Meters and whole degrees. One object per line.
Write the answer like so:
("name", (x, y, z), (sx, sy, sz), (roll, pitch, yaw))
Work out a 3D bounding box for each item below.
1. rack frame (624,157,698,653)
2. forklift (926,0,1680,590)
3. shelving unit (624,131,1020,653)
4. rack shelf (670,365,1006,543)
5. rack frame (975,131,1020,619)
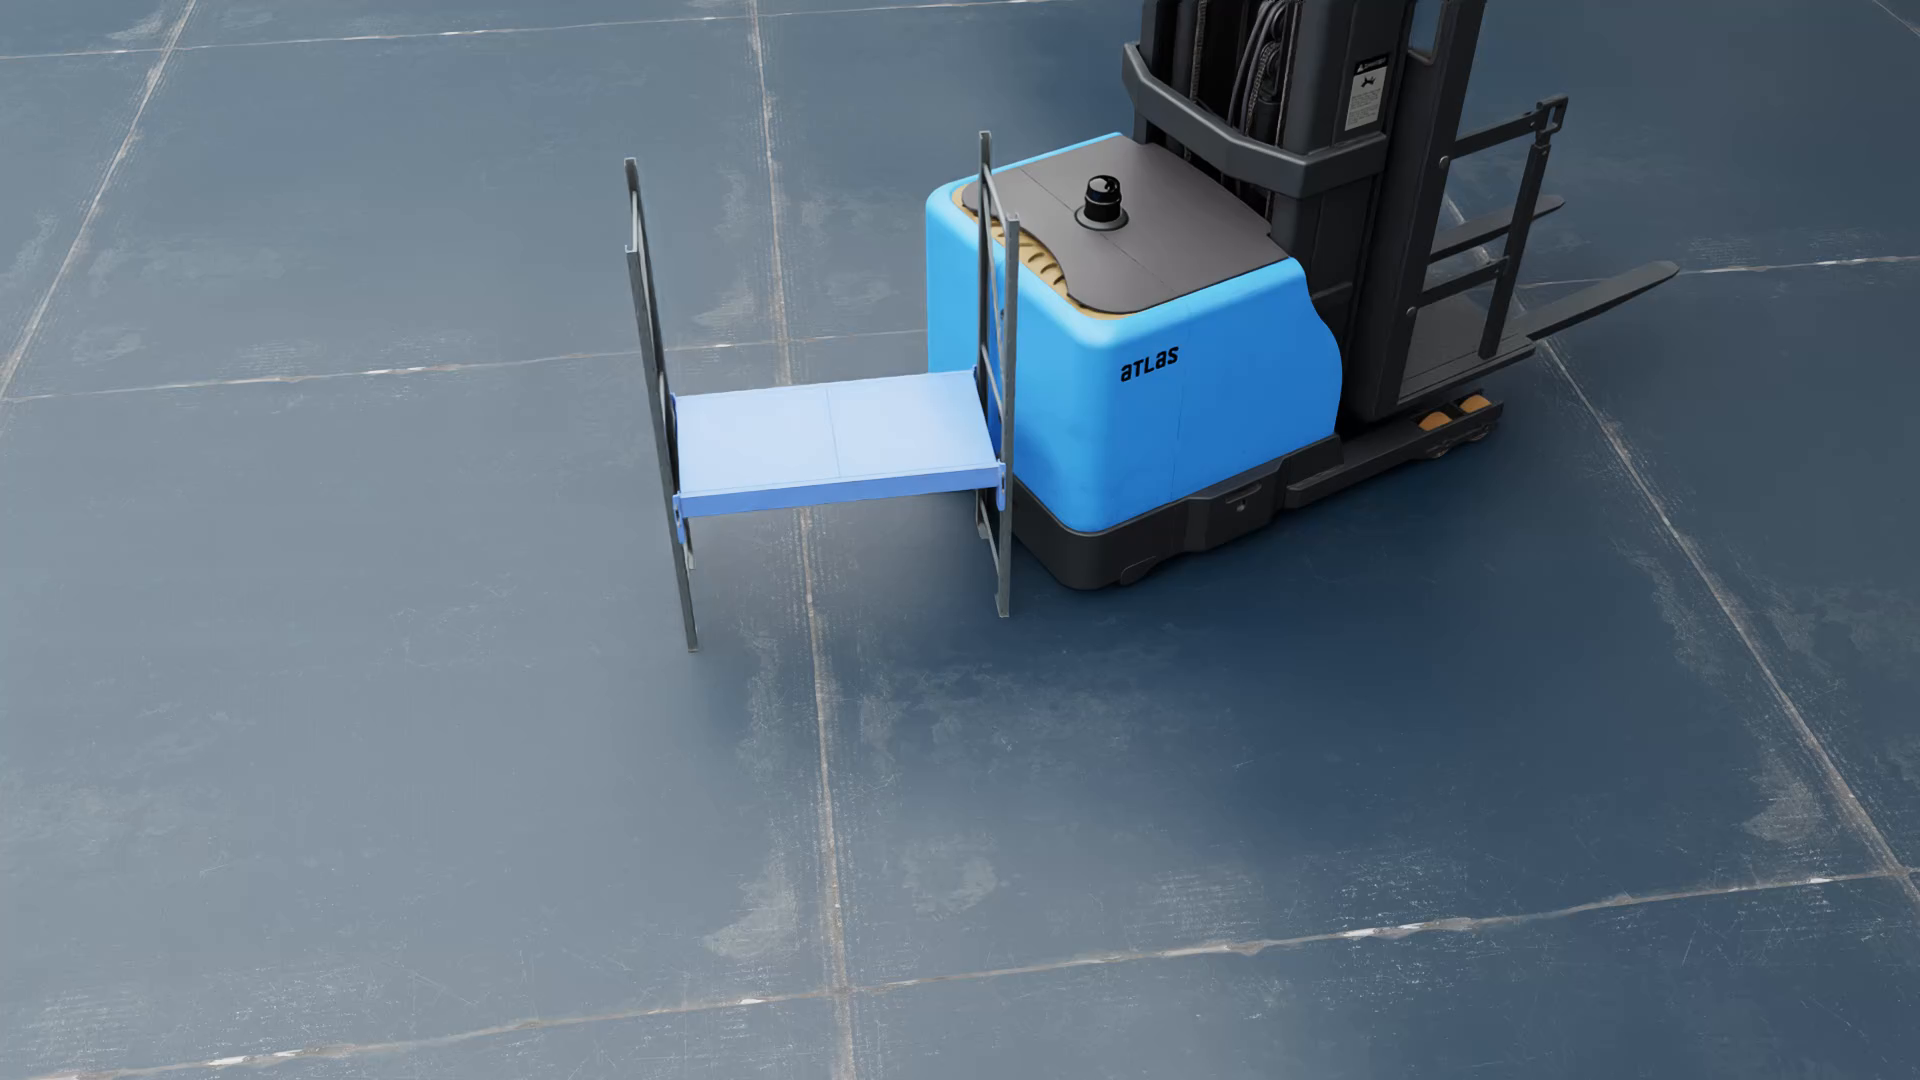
("rack frame", (-0.897, -0.361, 5.030), (0.032, 1.500, 0.500), (-6, 42, -7))
("forklift", (1.400, -1.670, 5.413), (3.031, 2.935, 1.130), (-22, 47, -23))
("shelving unit", (-0.394, -0.413, 5.088), (1.048, 1.500, 0.538), (-6, 42, -7))
("rack shelf", (-0.394, -0.280, 5.209), (1.000, 0.185, 0.538), (-6, 42, -7))
("rack frame", (0.108, -0.465, 5.146), (0.032, 1.500, 0.500), (-6, 42, -7))
